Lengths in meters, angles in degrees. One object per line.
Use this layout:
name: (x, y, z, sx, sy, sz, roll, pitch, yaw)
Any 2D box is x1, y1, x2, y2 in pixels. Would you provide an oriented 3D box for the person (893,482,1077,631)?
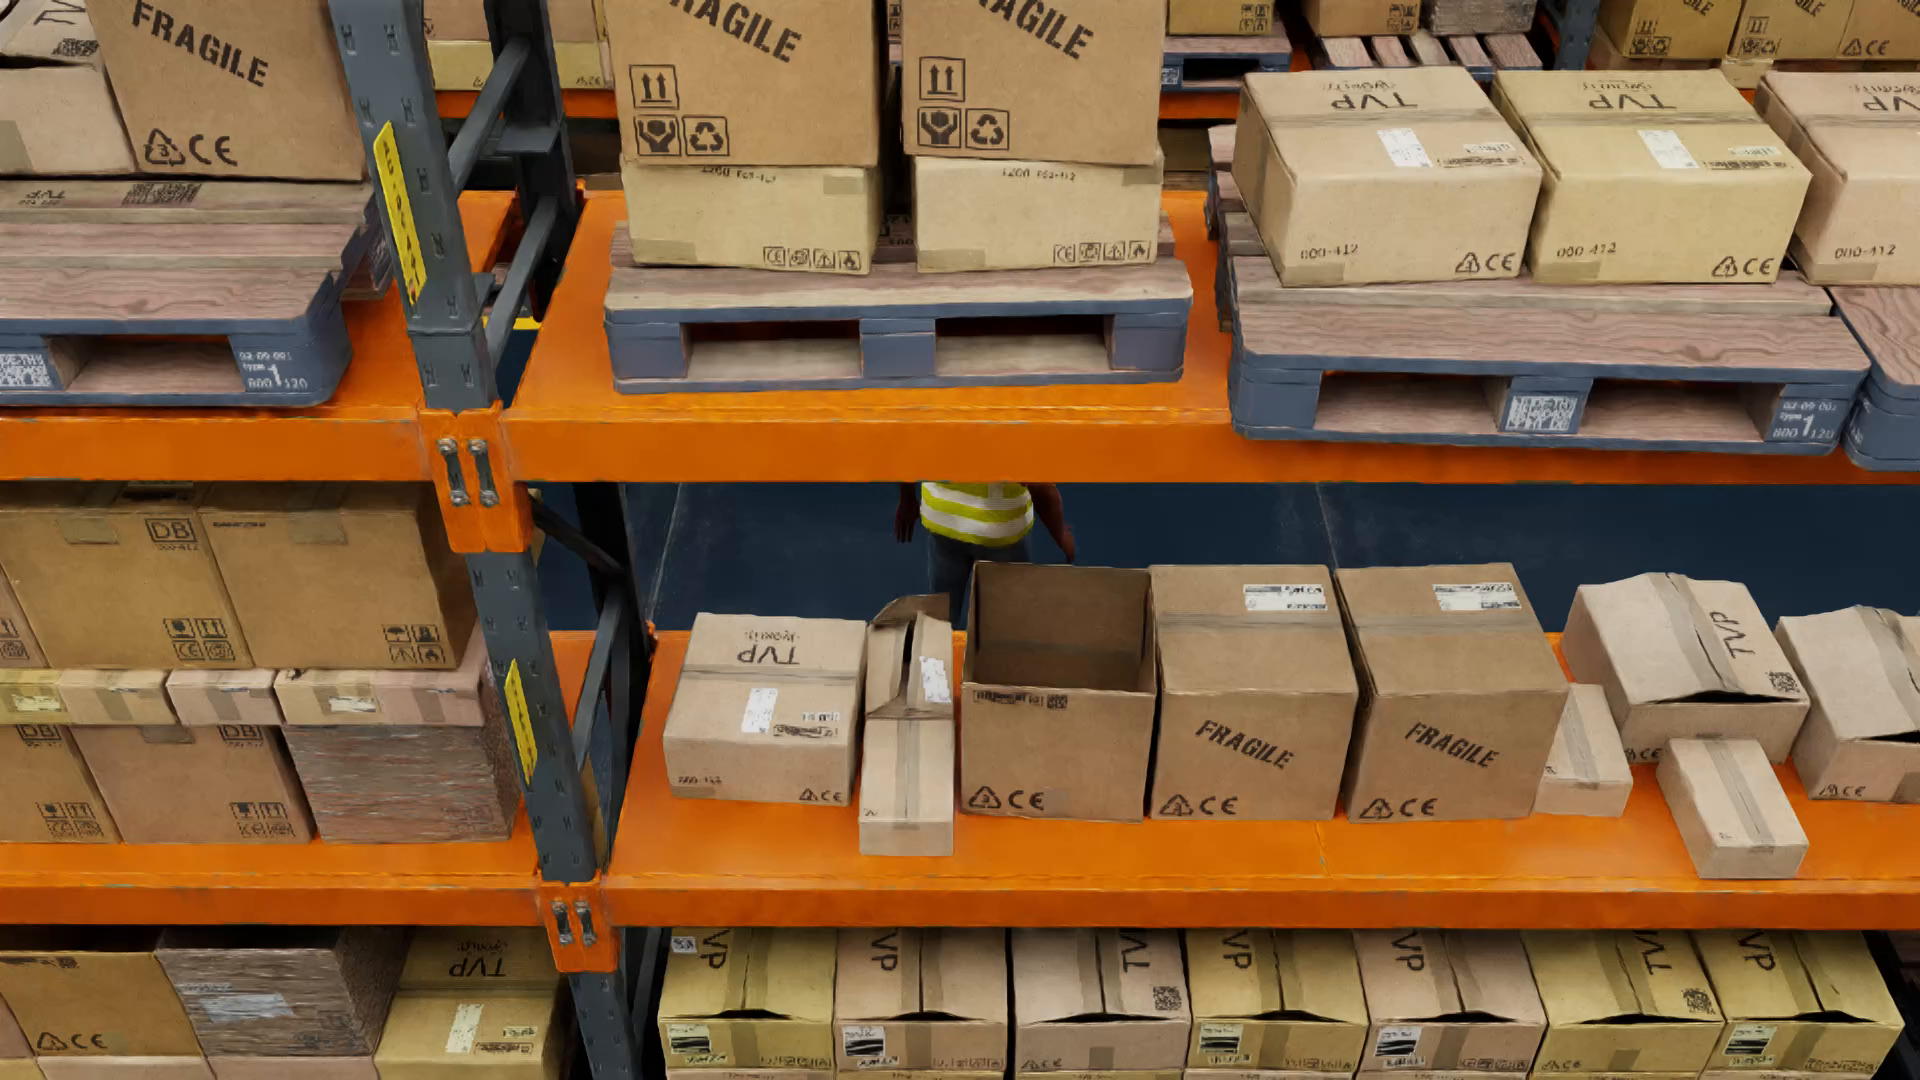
person: (0.106, -0.104, 6.251, 0.717, 1.765, 0.622, 15, 42, 18)
